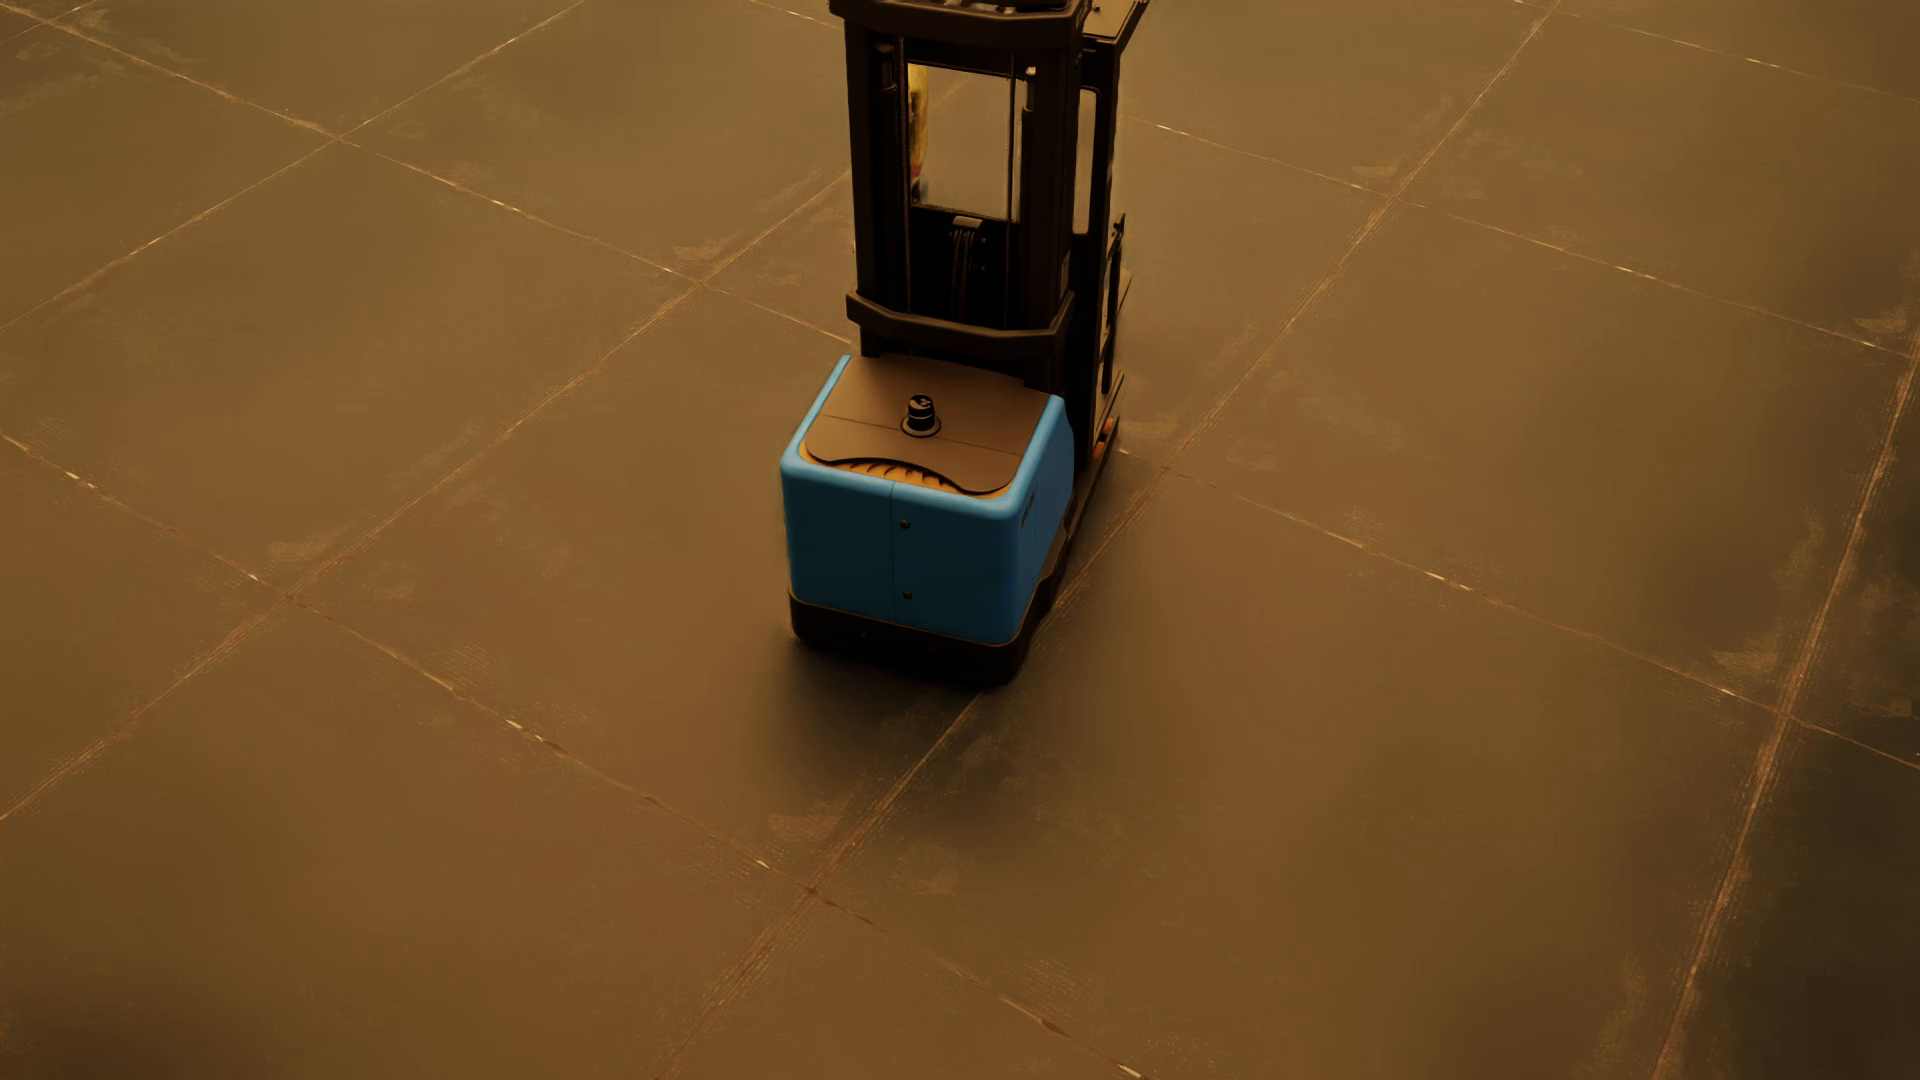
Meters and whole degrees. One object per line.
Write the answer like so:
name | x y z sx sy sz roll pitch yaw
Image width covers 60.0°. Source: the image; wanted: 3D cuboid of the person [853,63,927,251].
person | -0.418 -2.066 8.973 0.503 1.627 0.787 5 44 5

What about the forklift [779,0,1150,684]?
forklift | 0.173 -1.469 7.398 1.130 2.935 3.031 12 45 13
